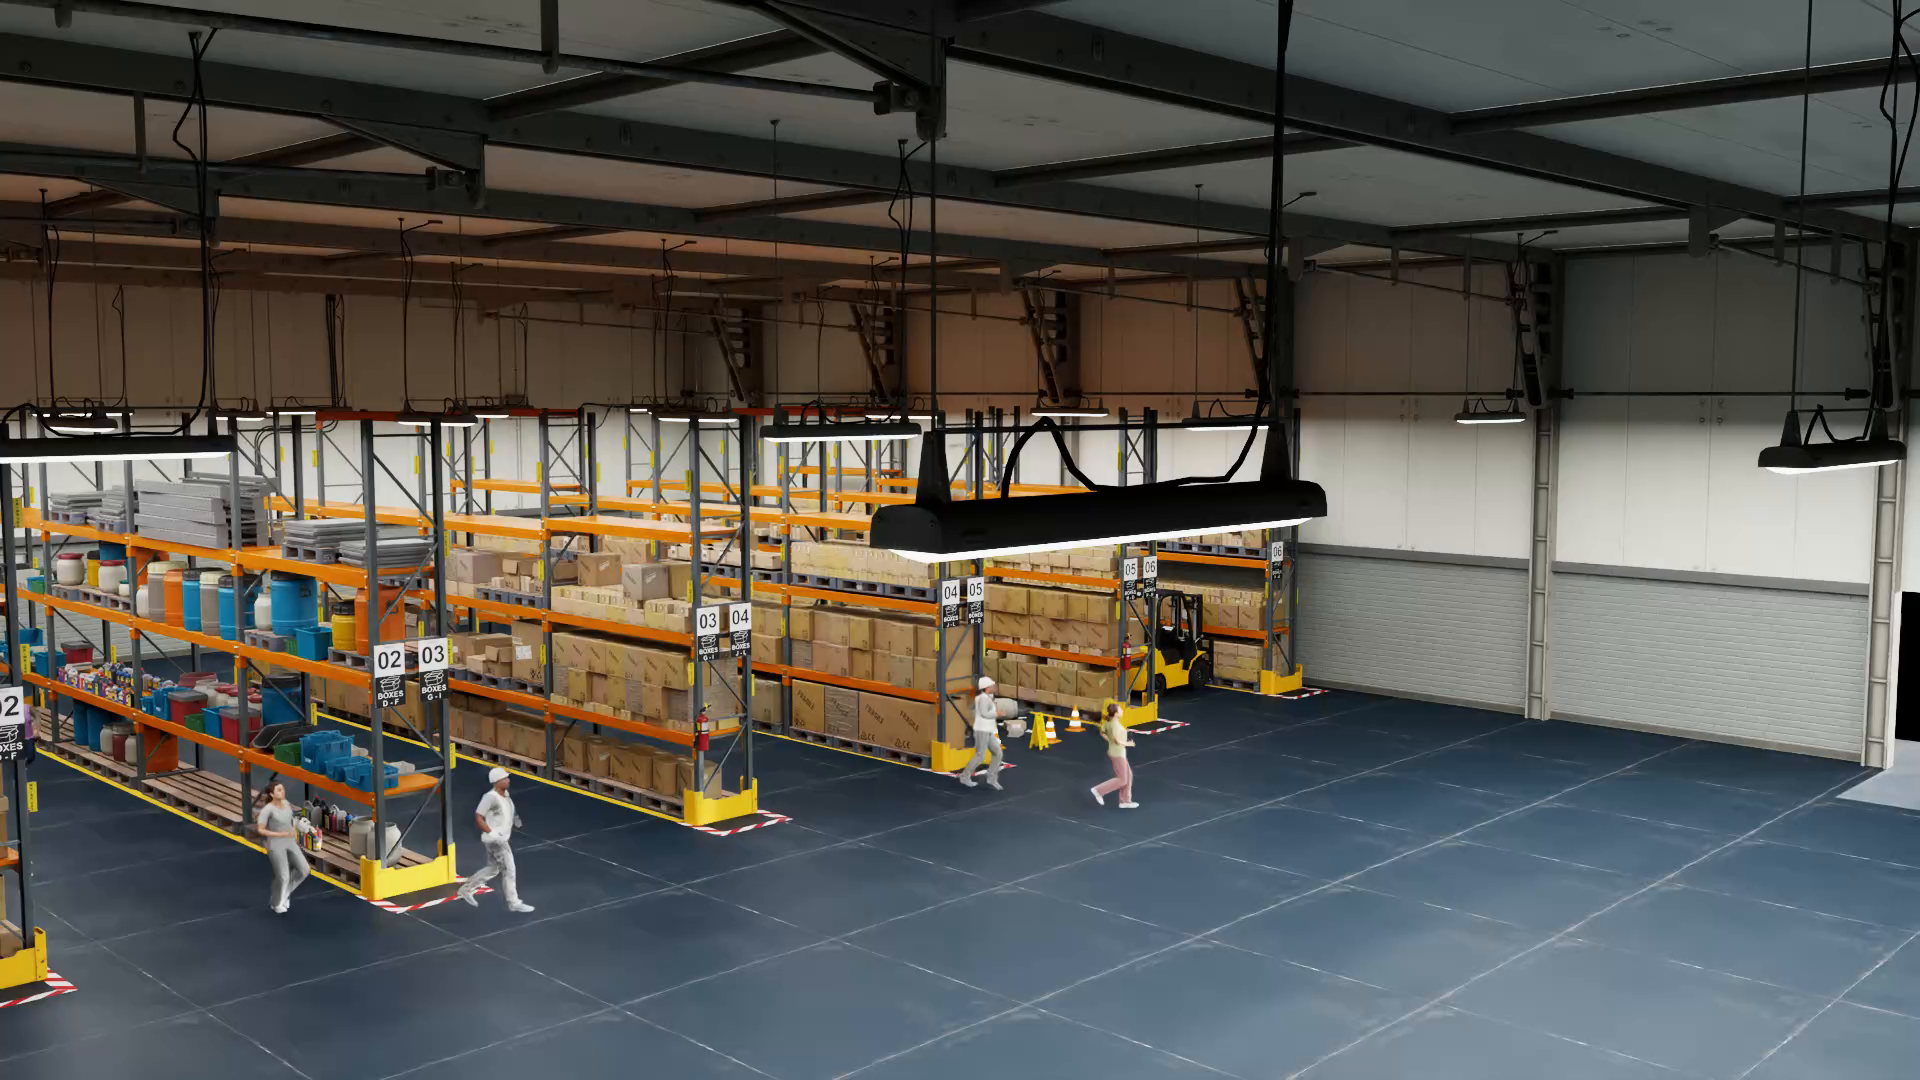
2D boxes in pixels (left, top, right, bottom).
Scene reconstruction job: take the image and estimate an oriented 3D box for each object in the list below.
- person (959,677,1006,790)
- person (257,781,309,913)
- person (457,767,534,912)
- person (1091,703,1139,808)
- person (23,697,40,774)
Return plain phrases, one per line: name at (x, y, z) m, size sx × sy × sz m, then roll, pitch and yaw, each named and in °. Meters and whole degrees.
person at (0.387, 3.101, 26.736) m, size 0.731 × 1.800 × 0.661 m, roll 1°, pitch 5°, yaw 8°
person at (-8.196, 3.720, 20.138) m, size 0.538 × 1.627 × 0.627 m, roll 2°, pitch 5°, yaw 23°
person at (-5.649, 3.627, 20.167) m, size 0.930 × 1.771 × 0.674 m, roll -1°, pitch 5°, yaw -6°
person at (2.345, 3.279, 25.261) m, size 0.774 × 1.630 × 0.587 m, roll -1°, pitch 5°, yaw -11°
person at (-15.010, 3.177, 26.626) m, size 0.560 × 1.461 × 0.598 m, roll -4°, pitch 6°, yaw -38°
